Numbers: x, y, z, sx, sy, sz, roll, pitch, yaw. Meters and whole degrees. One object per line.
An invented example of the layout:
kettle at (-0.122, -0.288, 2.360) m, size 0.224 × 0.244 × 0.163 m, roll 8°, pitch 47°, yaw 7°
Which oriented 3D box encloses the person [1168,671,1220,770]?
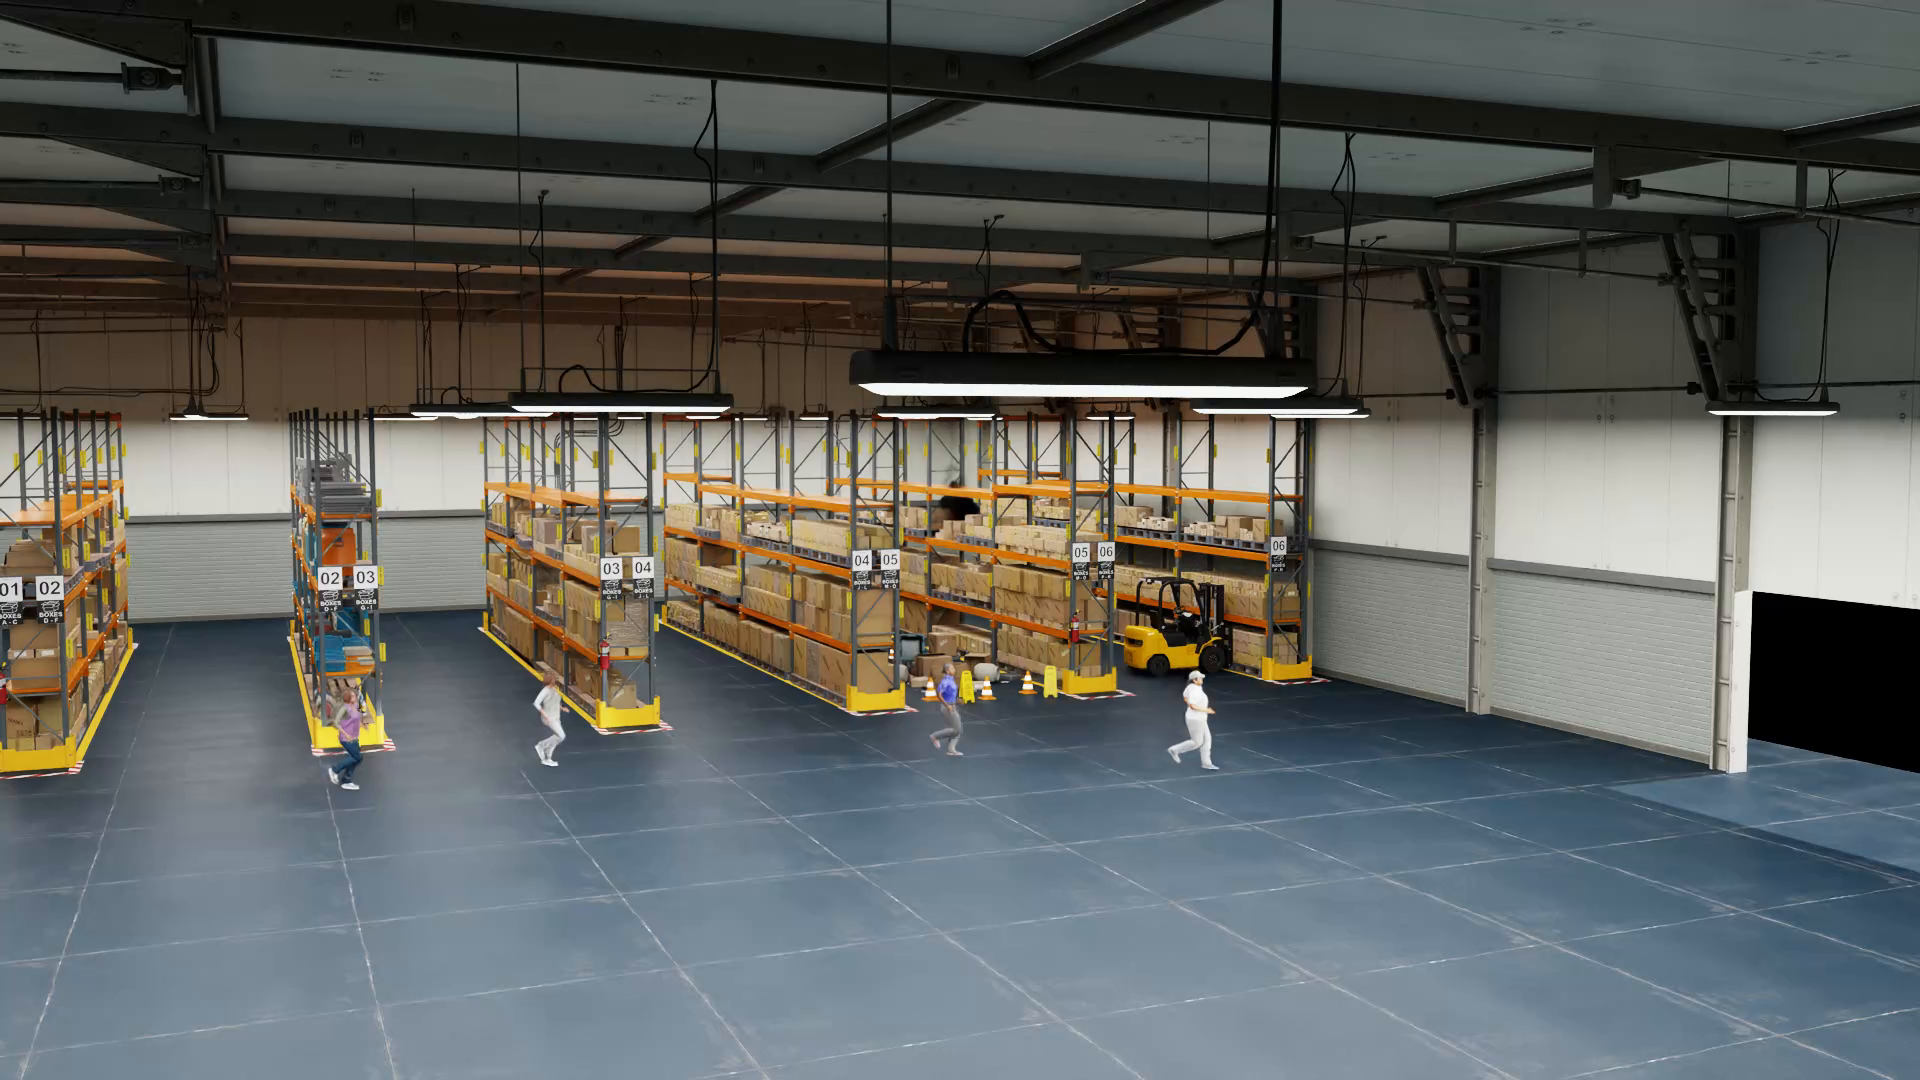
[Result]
person at (3.869, 2.981, 27.455) m, size 0.849 × 1.659 × 0.588 m, roll 1°, pitch 4°, yaw 10°

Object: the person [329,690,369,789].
person at (-9.570, 3.125, 26.070) m, size 0.572 × 1.570 × 0.528 m, roll 0°, pitch 4°, yaw 5°

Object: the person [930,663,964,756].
person at (-0.212, 2.912, 28.650) m, size 0.555 × 1.608 × 0.591 m, roll 1°, pitch 4°, yaw 9°

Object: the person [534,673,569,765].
person at (-6.821, 3.001, 27.828) m, size 0.536 × 1.560 × 0.536 m, roll 0°, pitch 4°, yaw 6°

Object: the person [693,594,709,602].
person at (-7.670, 1.429, 49.458) m, size 0.667 × 1.710 × 0.584 m, roll -2°, pitch 4°, yaw -25°
